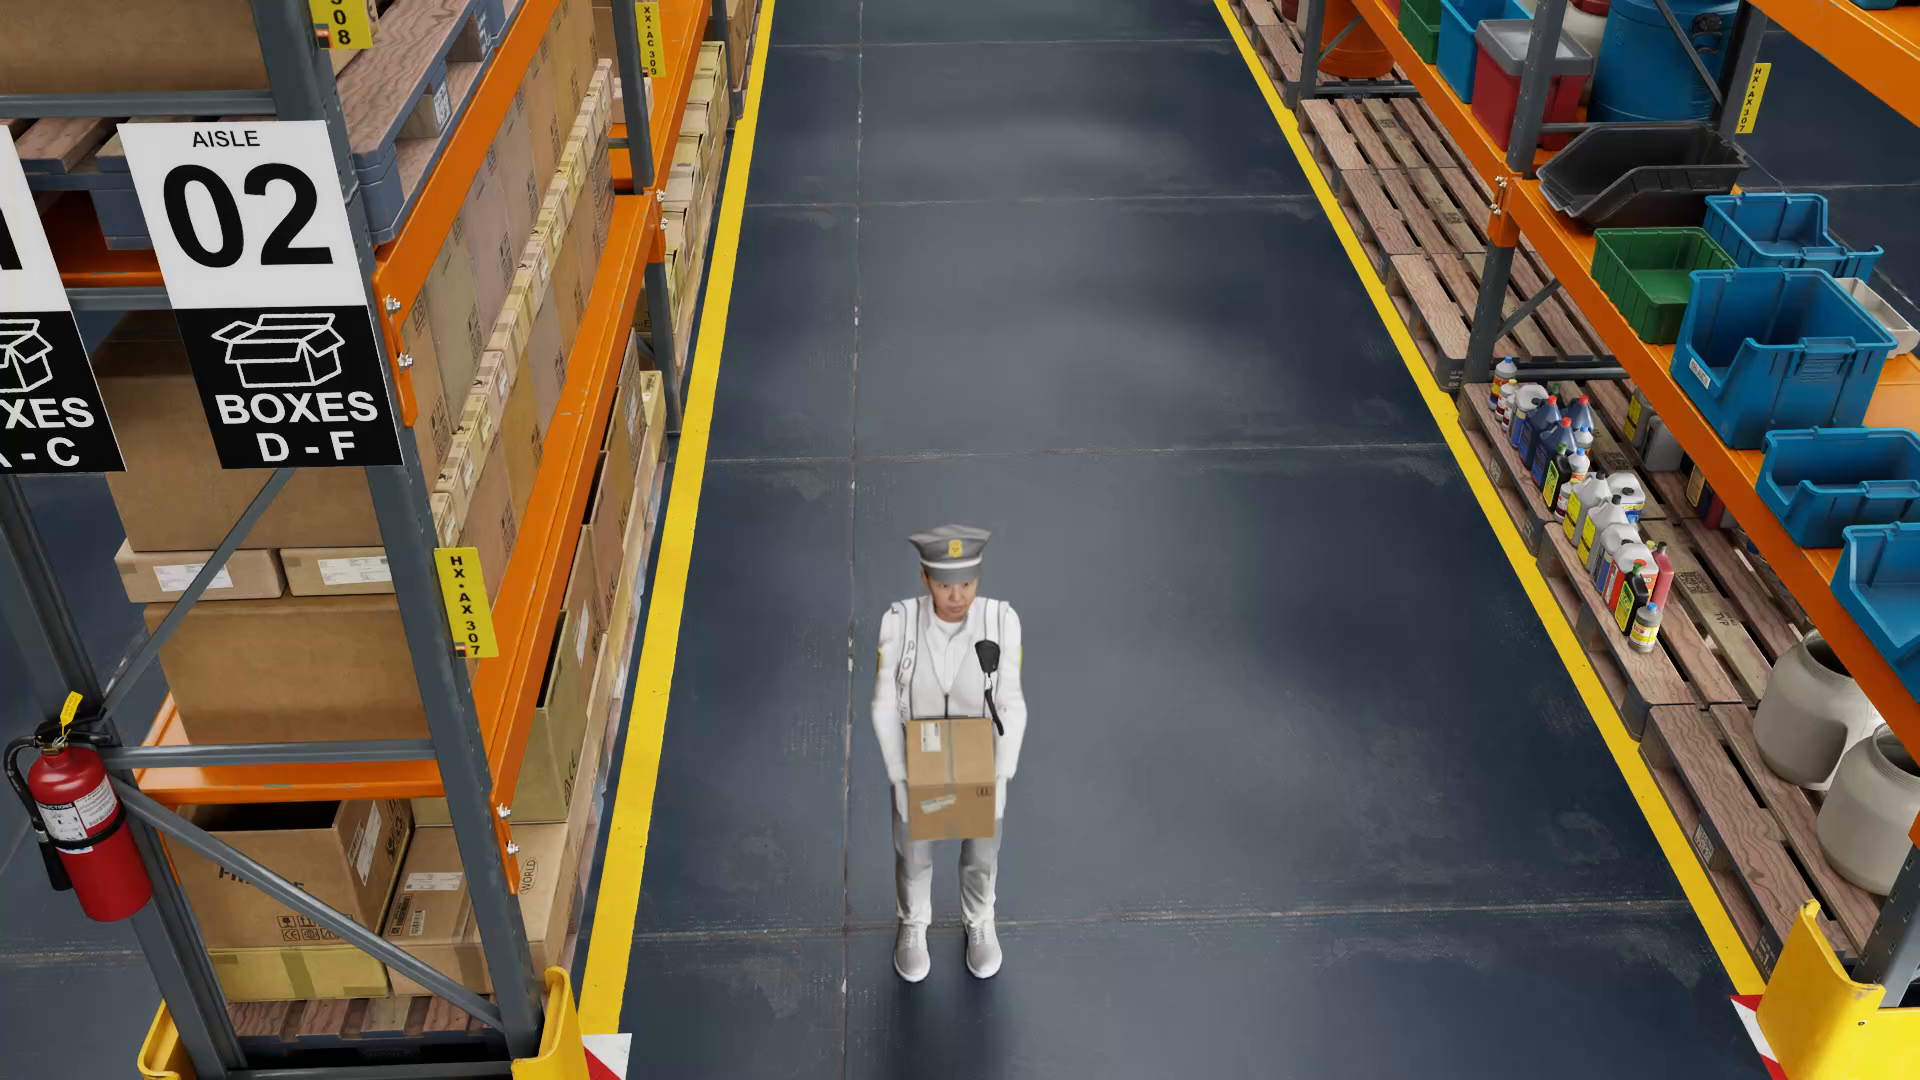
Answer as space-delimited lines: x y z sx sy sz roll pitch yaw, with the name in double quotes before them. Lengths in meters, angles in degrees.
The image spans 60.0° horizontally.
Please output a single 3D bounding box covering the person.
"person" -0.031 0.716 5.114 0.469 1.690 0.550 -2 35 -2
